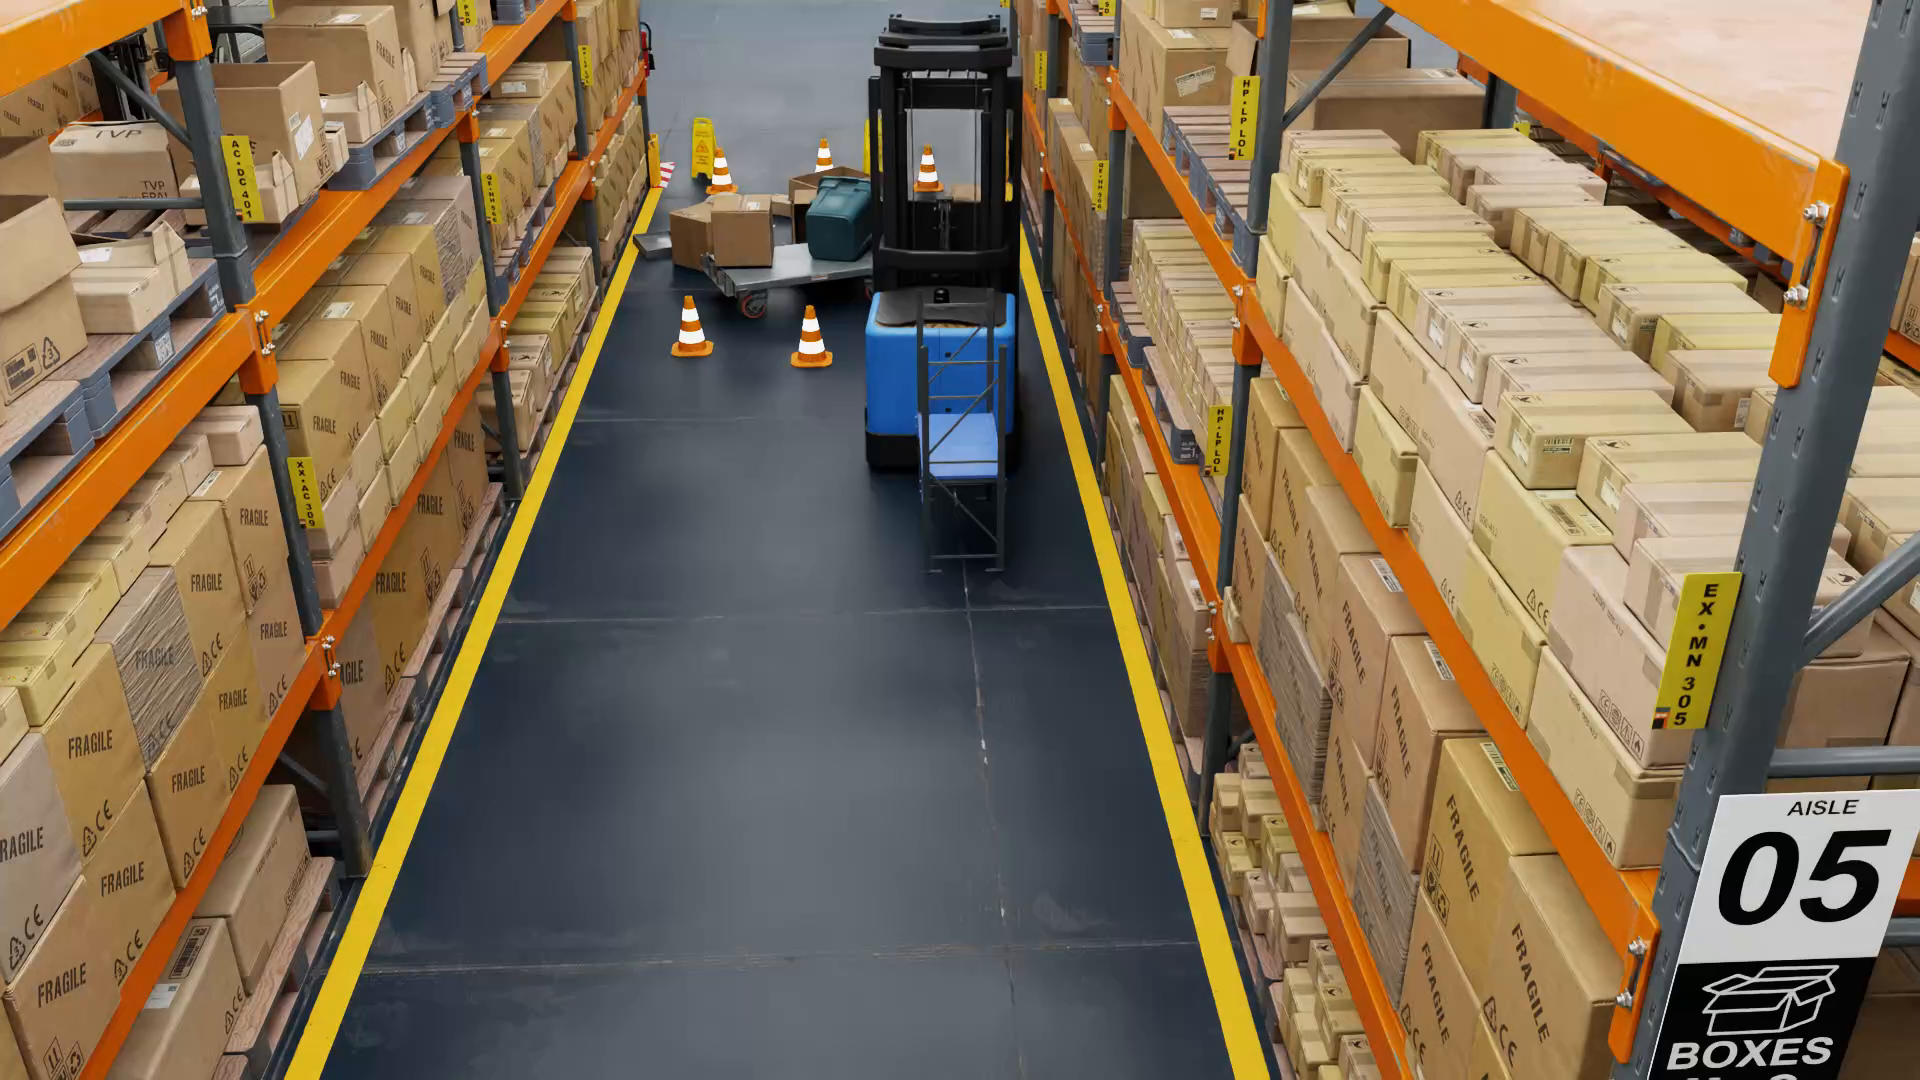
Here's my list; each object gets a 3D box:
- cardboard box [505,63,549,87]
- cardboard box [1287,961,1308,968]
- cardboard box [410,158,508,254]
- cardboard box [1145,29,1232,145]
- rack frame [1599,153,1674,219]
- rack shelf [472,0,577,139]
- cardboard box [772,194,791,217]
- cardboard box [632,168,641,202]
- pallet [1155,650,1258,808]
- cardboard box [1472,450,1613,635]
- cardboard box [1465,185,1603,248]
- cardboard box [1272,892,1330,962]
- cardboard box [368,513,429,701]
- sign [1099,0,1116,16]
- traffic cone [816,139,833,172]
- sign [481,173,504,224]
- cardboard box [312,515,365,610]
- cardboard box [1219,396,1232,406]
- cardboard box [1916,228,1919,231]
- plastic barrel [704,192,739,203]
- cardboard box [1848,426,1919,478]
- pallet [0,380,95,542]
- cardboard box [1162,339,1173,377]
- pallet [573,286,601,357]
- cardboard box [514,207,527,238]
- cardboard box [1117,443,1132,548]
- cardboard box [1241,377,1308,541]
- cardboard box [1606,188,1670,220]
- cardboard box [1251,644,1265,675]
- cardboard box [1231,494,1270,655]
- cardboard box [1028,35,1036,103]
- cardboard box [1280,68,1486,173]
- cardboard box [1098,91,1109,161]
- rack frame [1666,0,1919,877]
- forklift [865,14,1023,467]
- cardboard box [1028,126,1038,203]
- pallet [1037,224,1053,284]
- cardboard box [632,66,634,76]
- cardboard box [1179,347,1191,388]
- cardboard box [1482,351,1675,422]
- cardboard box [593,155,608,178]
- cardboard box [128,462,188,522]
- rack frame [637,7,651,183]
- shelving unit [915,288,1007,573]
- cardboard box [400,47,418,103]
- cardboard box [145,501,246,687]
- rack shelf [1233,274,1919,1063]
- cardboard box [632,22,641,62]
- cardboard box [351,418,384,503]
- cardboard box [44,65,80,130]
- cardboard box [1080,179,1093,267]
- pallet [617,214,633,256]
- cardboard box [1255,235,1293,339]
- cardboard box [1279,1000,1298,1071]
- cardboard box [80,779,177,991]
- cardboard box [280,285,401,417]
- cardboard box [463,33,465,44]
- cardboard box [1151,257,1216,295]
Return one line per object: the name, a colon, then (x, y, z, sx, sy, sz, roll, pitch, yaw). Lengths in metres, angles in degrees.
cardboard box: (-3.393, -3.579, 12.846, 0.380, 0.149, 0.250, -2, 28, -4)
cardboard box: (1.517, 1.673, 6.668, 0.380, 0.149, 0.250, 0, 28, 0)
cardboard box: (-3.276, -2.184, 10.871, 0.500, 0.500, 0.500, -2, 28, -4)
cardboard box: (1.283, -2.417, 8.850, 0.500, 0.500, 0.500, -1, 28, -3)
rack frame: (6.204, -3.694, 14.652, 1.000, 3.000, 0.127, -1, 28, -3)
rack shelf: (-3.588, -3.542, 11.895, 1.077, 0.370, 4.000, -1, 28, -3)
cardboard box: (-1.815, -3.482, 17.328, 0.380, 0.149, 0.250, 13, 30, 24)
cardboard box: (-3.571, -3.663, 17.111, 0.500, 0.250, 0.500, -1, 28, -2)
pallet: (1.621, 0.950, 8.762, 1.003, 0.211, 1.213, -1, 28, -3)
cardboard box: (1.566, -0.007, 3.961, 0.500, 0.250, 0.500, -2, 28, -4)
cardboard box: (1.928, -1.093, 5.611, 0.380, 0.149, 0.250, 0, 28, -1)
cardboard box: (1.460, 1.535, 6.611, 0.380, 0.149, 0.250, -1, 28, -2)
cardboard box: (-3.442, 0.294, 8.848, 0.875, 0.875, 0.875, -1, 28, -1)
sign: (0.900, -3.359, 10.120, 0.100, 0.325, 0.005, -1, 28, -3)
traffic cone: (-1.500, -4.194, 18.353, 0.336, 0.463, 0.334, -1, 28, -3)
sign: (-2.929, -2.136, 10.412, 0.100, 0.325, 0.005, -1, 28, -3)
cardboard box: (-3.034, 0.096, 7.546, 0.500, 0.250, 0.500, -2, 28, -4)
cardboard box: (1.433, -0.570, 7.836, 0.380, 0.149, 0.250, -2, 28, -4)
cardboard box: (6.345, -2.326, 11.466, 0.500, 0.500, 0.500, -5, 28, -9)
plastic barrel: (-2.281, -3.243, 16.572, 0.512, 0.421, 0.421, 19, 33, 32)
cardboard box: (2.146, -0.142, 3.787, 0.380, 0.149, 0.250, -1, 28, -3)
pallet: (-3.181, -0.111, 4.634, 1.003, 0.211, 1.213, -1, 28, -3)
cardboard box: (1.348, -1.025, 9.351, 0.380, 0.149, 0.250, -1, 28, -2)
pallet: (-3.650, -1.859, 14.149, 1.003, 0.211, 1.213, -1, 28, -3)
cardboard box: (-3.258, -2.224, 11.649, 0.380, 0.149, 0.250, -1, 28, -2)
cardboard box: (1.267, -0.287, 10.368, 0.500, 0.500, 0.500, -1, 28, -2)
cardboard box: (1.444, -0.332, 6.694, 0.500, 0.500, 0.500, -1, 28, -1)
cardboard box: (6.223, -2.958, 15.489, 0.500, 0.500, 0.500, -2, 28, -4)
cardboard box: (1.439, 0.441, 6.995, 0.380, 0.149, 0.250, -1, 28, -1)
cardboard box: (1.438, 0.132, 6.886, 0.500, 0.500, 0.500, -2, 28, -4)
cardboard box: (1.125, -4.606, 16.237, 0.875, 0.550, 0.500, -1, 28, -3)
cardboard box: (1.754, -1.665, 6.955, 0.700, 0.500, 0.500, -1, 28, -3)
cardboard box: (1.385, -2.940, 12.015, 0.700, 0.500, 0.500, -2, 28, -3)
rack frame: (1.872, -0.740, 2.499, 1.000, 3.000, 0.127, -1, 28, -3)
forklift: (-0.093, -2.448, 12.336, 1.130, 2.935, 3.031, 1, 28, 2)
cardboard box: (1.186, -3.995, 17.071, 0.875, 0.875, 0.875, -2, 28, -3)
pallet: (1.284, -2.738, 15.833, 1.003, 0.211, 1.213, -1, 28, -3)
cardboard box: (-3.552, -4.790, 17.025, 0.380, 0.149, 0.250, -2, 28, -4)
cardboard box: (1.373, -0.921, 8.831, 0.380, 0.149, 0.250, -1, 28, -2)
cardboard box: (1.558, -0.361, 4.207, 0.380, 0.149, 0.250, -2, 28, -4)
cardboard box: (-3.400, -3.380, 15.057, 0.380, 0.149, 0.250, -1, 28, -2)
cardboard box: (-3.032, -0.162, 5.988, 0.380, 0.149, 0.250, -1, 28, -3)
rack frame: (-3.901, -5.302, 17.735, 1.000, 3.000, 0.127, -1, 28, -3)
shelving unit: (-0.004, -0.704, 10.541, 0.538, 1.500, 1.048, -1, 28, -3)
cardboard box: (-3.062, -2.437, 8.688, 0.396, 0.266, 0.258, -2, 28, -4)
cardboard box: (-2.956, 0.198, 6.001, 0.500, 0.500, 0.500, -2, 28, -3)
rack shelf: (1.768, -0.014, 5.130, 1.077, 0.370, 4.000, -1, 28, -3)
cardboard box: (-3.597, -5.235, 17.175, 0.500, 0.500, 0.500, -2, 28, -4)
cardboard box: (-3.071, -0.366, 7.892, 0.500, 0.250, 0.500, -1, 28, -2)
cardboard box: (-8.483, -4.063, 15.251, 0.500, 0.500, 0.500, -2, 28, -3)
cardboard box: (1.138, -2.250, 11.775, 0.500, 0.500, 0.500, -1, 28, -3)
pallet: (-3.829, -3.093, 16.514, 1.003, 0.211, 1.213, -1, 28, -3)
cardboard box: (1.424, -0.970, 6.347, 0.500, 0.250, 0.500, 0, 28, 0)
cardboard box: (1.470, 1.925, 6.506, 0.380, 0.149, 0.250, -2, 28, -4)
cardboard box: (-2.910, 1.115, 5.324, 0.500, 0.500, 0.500, 0, 28, -1)
cardboard box: (-3.088, -0.924, 8.151, 0.500, 0.500, 0.500, -2, 28, -4)
cardboard box: (-3.343, -3.146, 10.502, 0.396, 0.266, 0.258, -1, 28, -3)
cardboard box: (1.324, -1.535, 9.685, 0.380, 0.149, 0.250, -3, 28, -5)
